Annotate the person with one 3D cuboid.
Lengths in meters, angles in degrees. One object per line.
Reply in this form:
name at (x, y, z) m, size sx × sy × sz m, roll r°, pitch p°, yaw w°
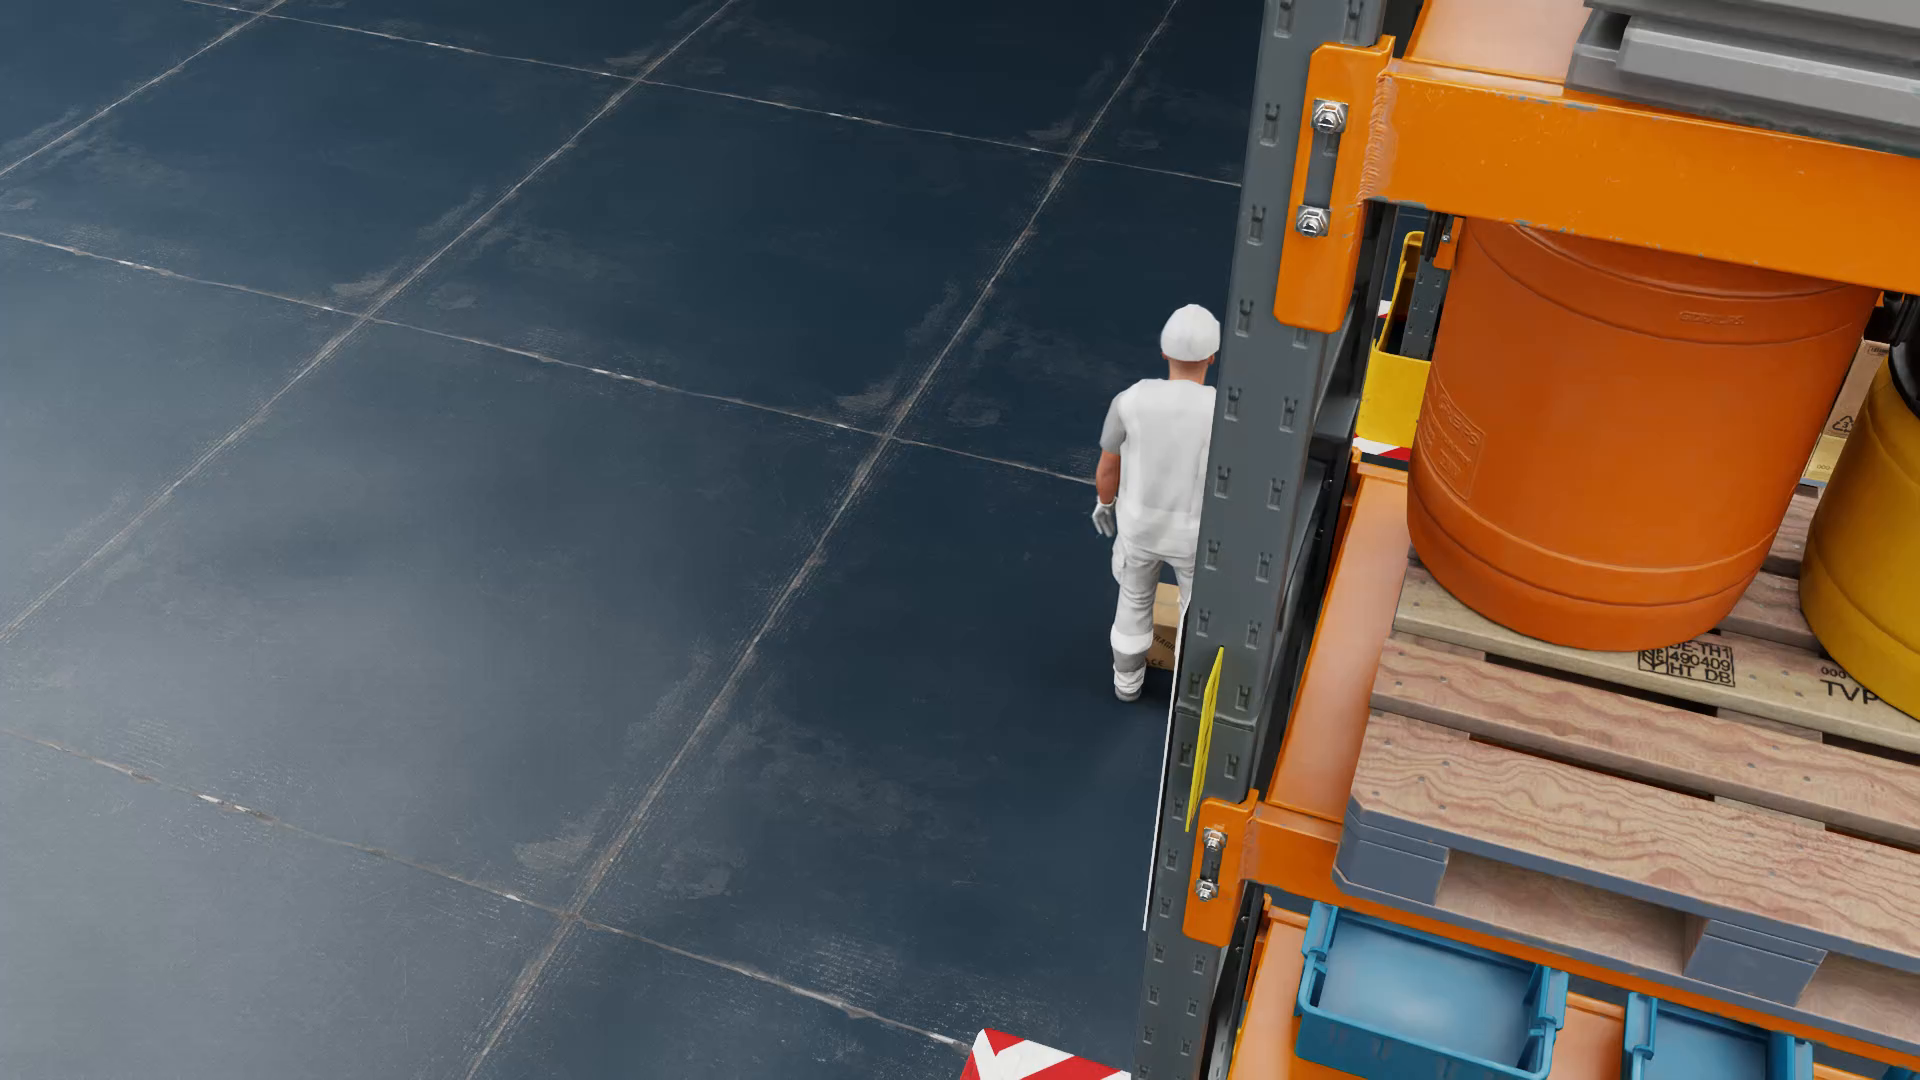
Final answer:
person at (0.801, -0.074, 6.233) m, size 0.617 × 1.778 × 0.456 m, roll 13°, pitch 43°, yaw 14°
